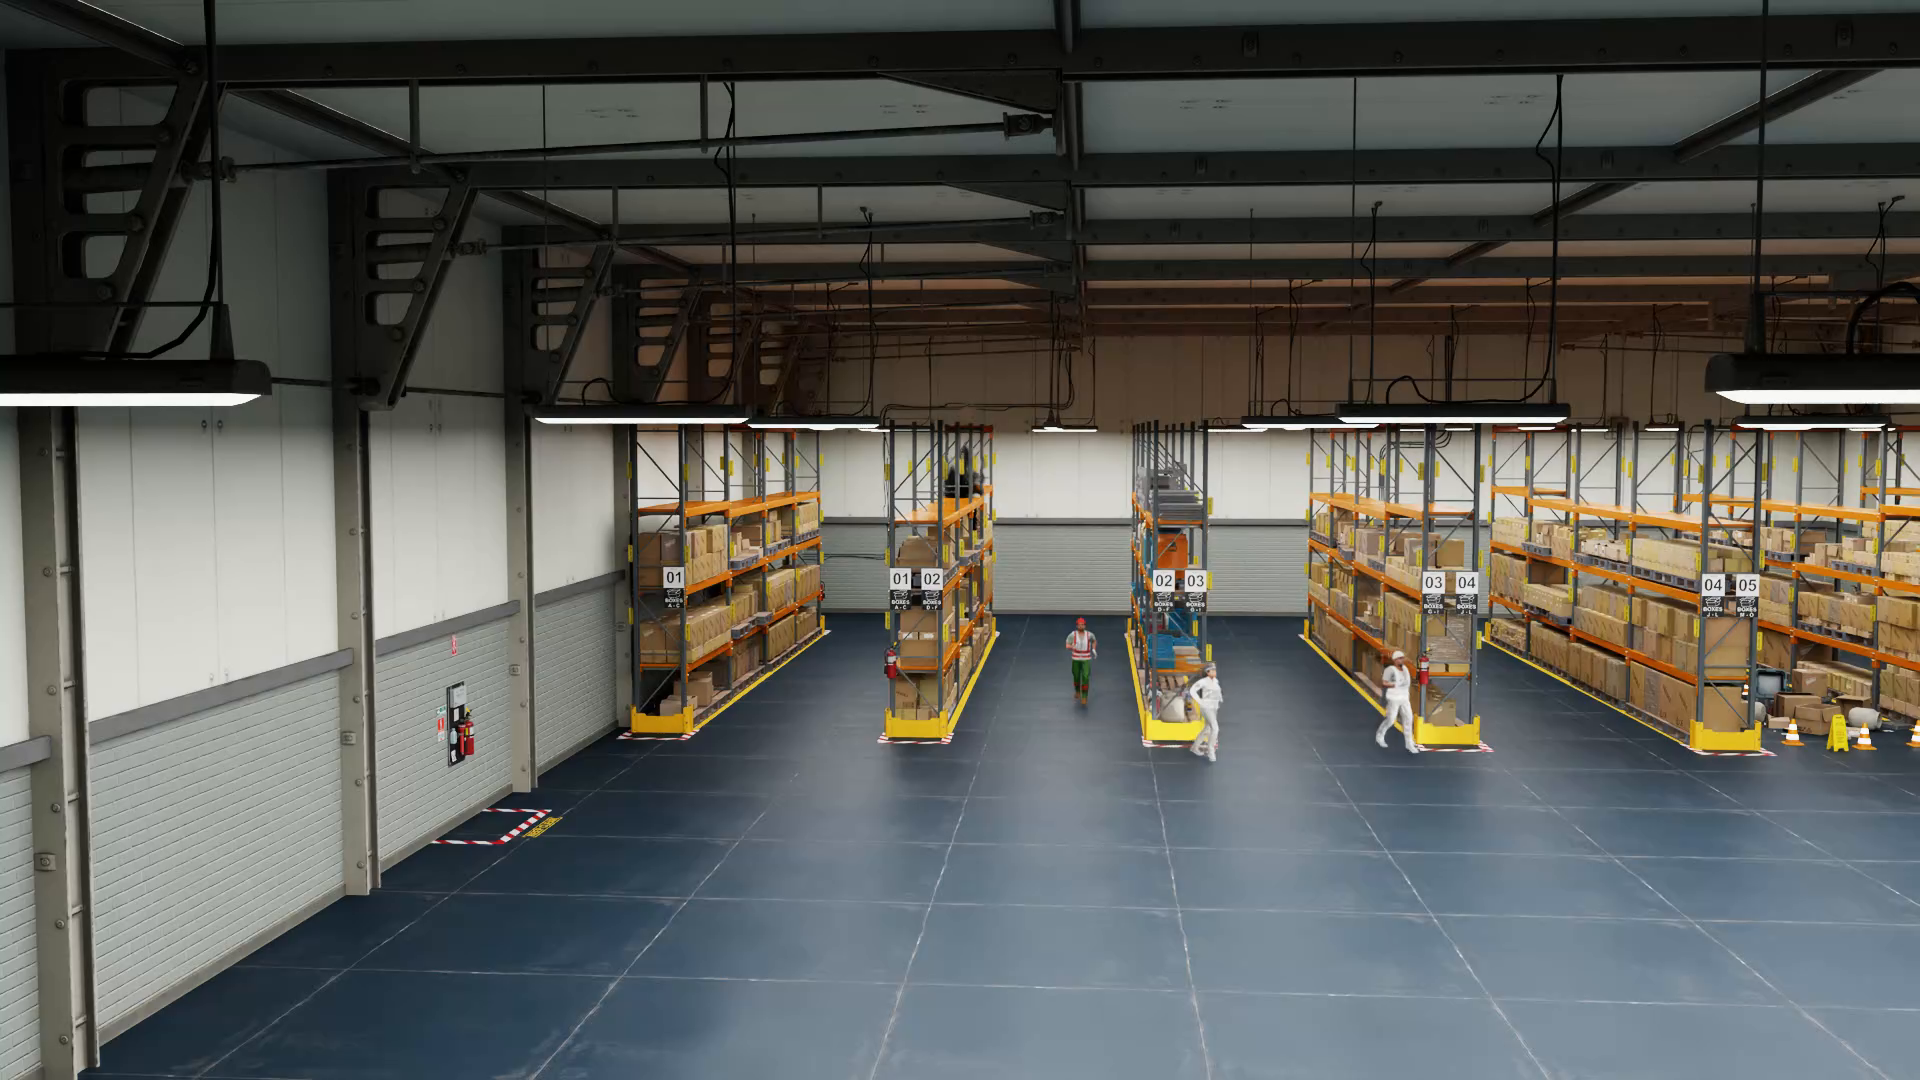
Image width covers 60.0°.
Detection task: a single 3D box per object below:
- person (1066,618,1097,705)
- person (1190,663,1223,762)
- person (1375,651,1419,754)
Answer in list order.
[{"bbox_3d":[2.580,2.556,35.396,0.659,1.788,0.973,0,4,5],"label":"person"},{"bbox_3d":[4.362,3.033,29.368,0.632,1.763,0.586,4,5,44],"label":"person"},{"bbox_3d":[7.898,2.909,30.031,0.681,1.817,0.869,-2,4,-28],"label":"person"}]
